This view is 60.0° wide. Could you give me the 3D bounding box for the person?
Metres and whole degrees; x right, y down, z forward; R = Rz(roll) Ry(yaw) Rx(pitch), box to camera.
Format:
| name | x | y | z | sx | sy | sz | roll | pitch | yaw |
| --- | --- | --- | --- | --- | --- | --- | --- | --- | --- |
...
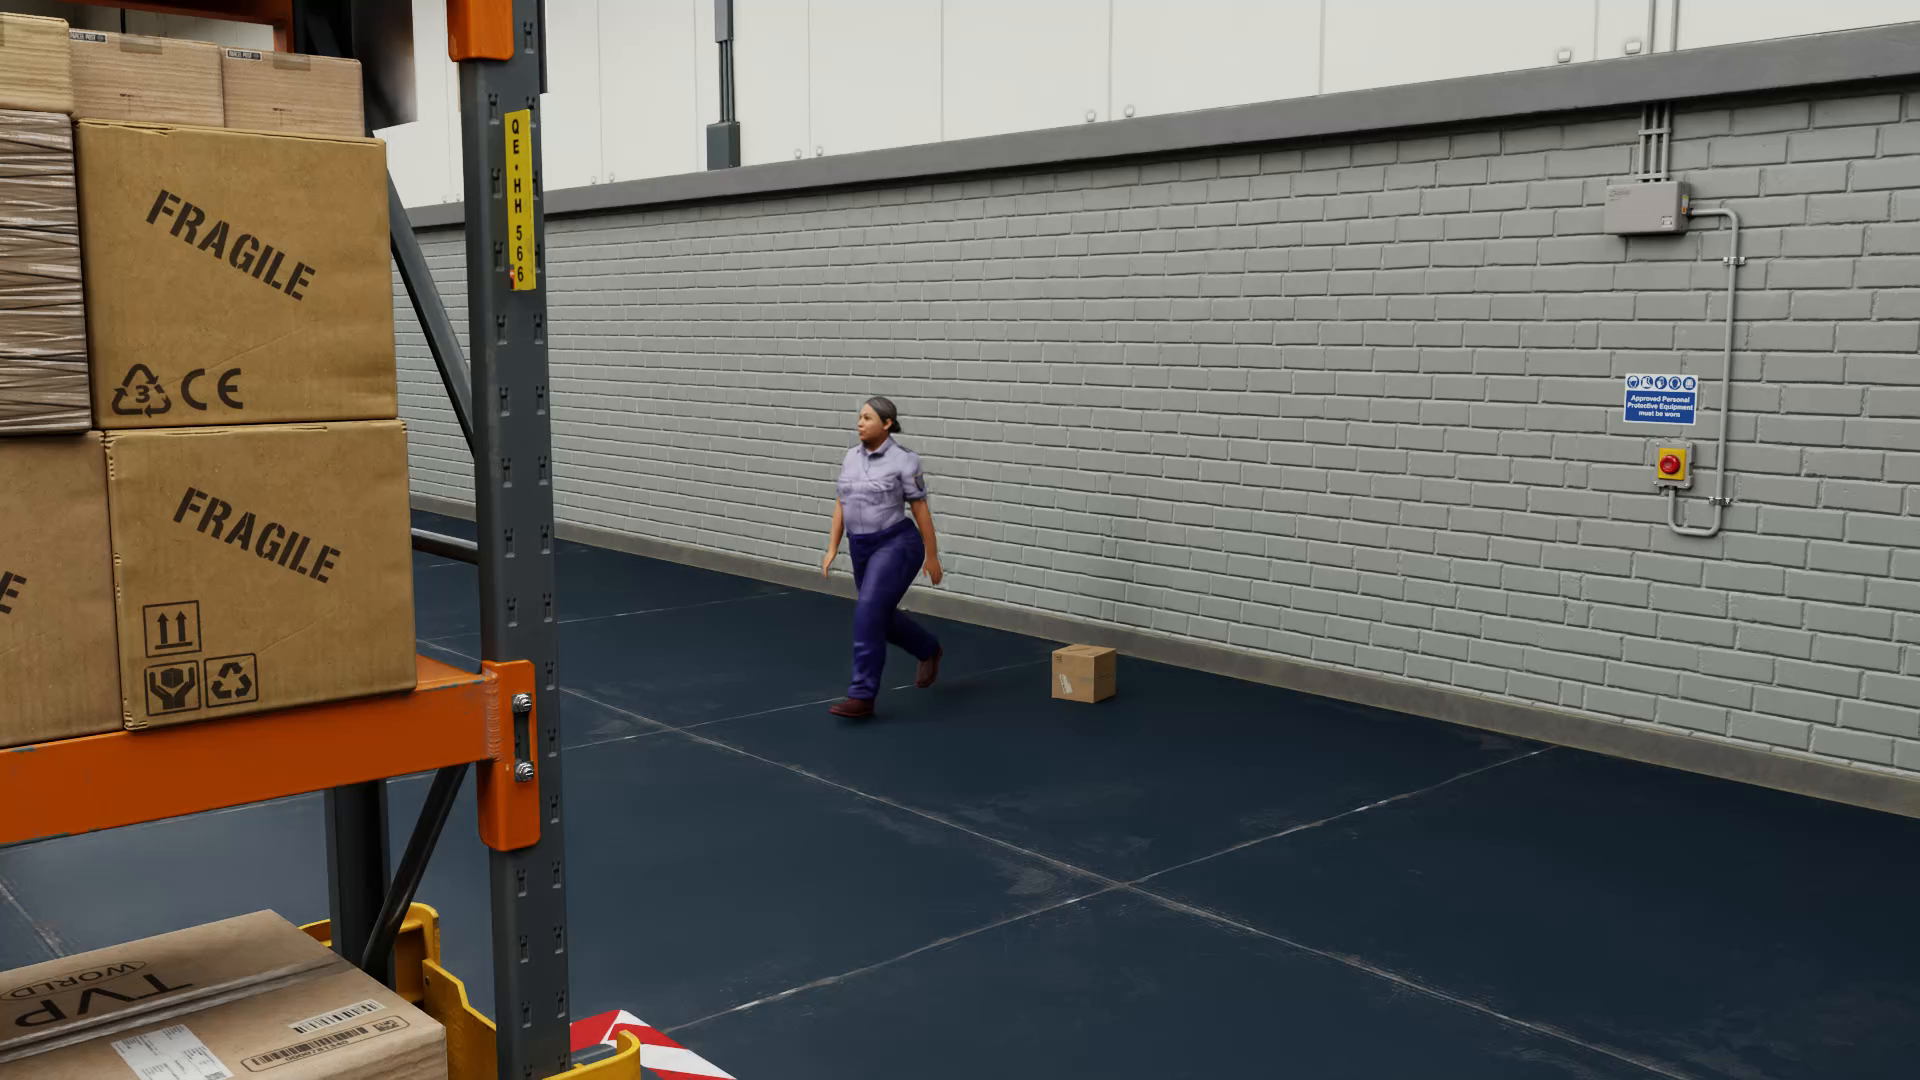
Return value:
| name | x | y | z | sx | sy | sz | roll | pitch | yaw |
| --- | --- | --- | --- | --- | --- | --- | --- | --- | --- |
| person | -0.373 | 0.056 | 8.516 | 0.516 | 1.586 | 1.015 | 7 | 10 | 42 |
